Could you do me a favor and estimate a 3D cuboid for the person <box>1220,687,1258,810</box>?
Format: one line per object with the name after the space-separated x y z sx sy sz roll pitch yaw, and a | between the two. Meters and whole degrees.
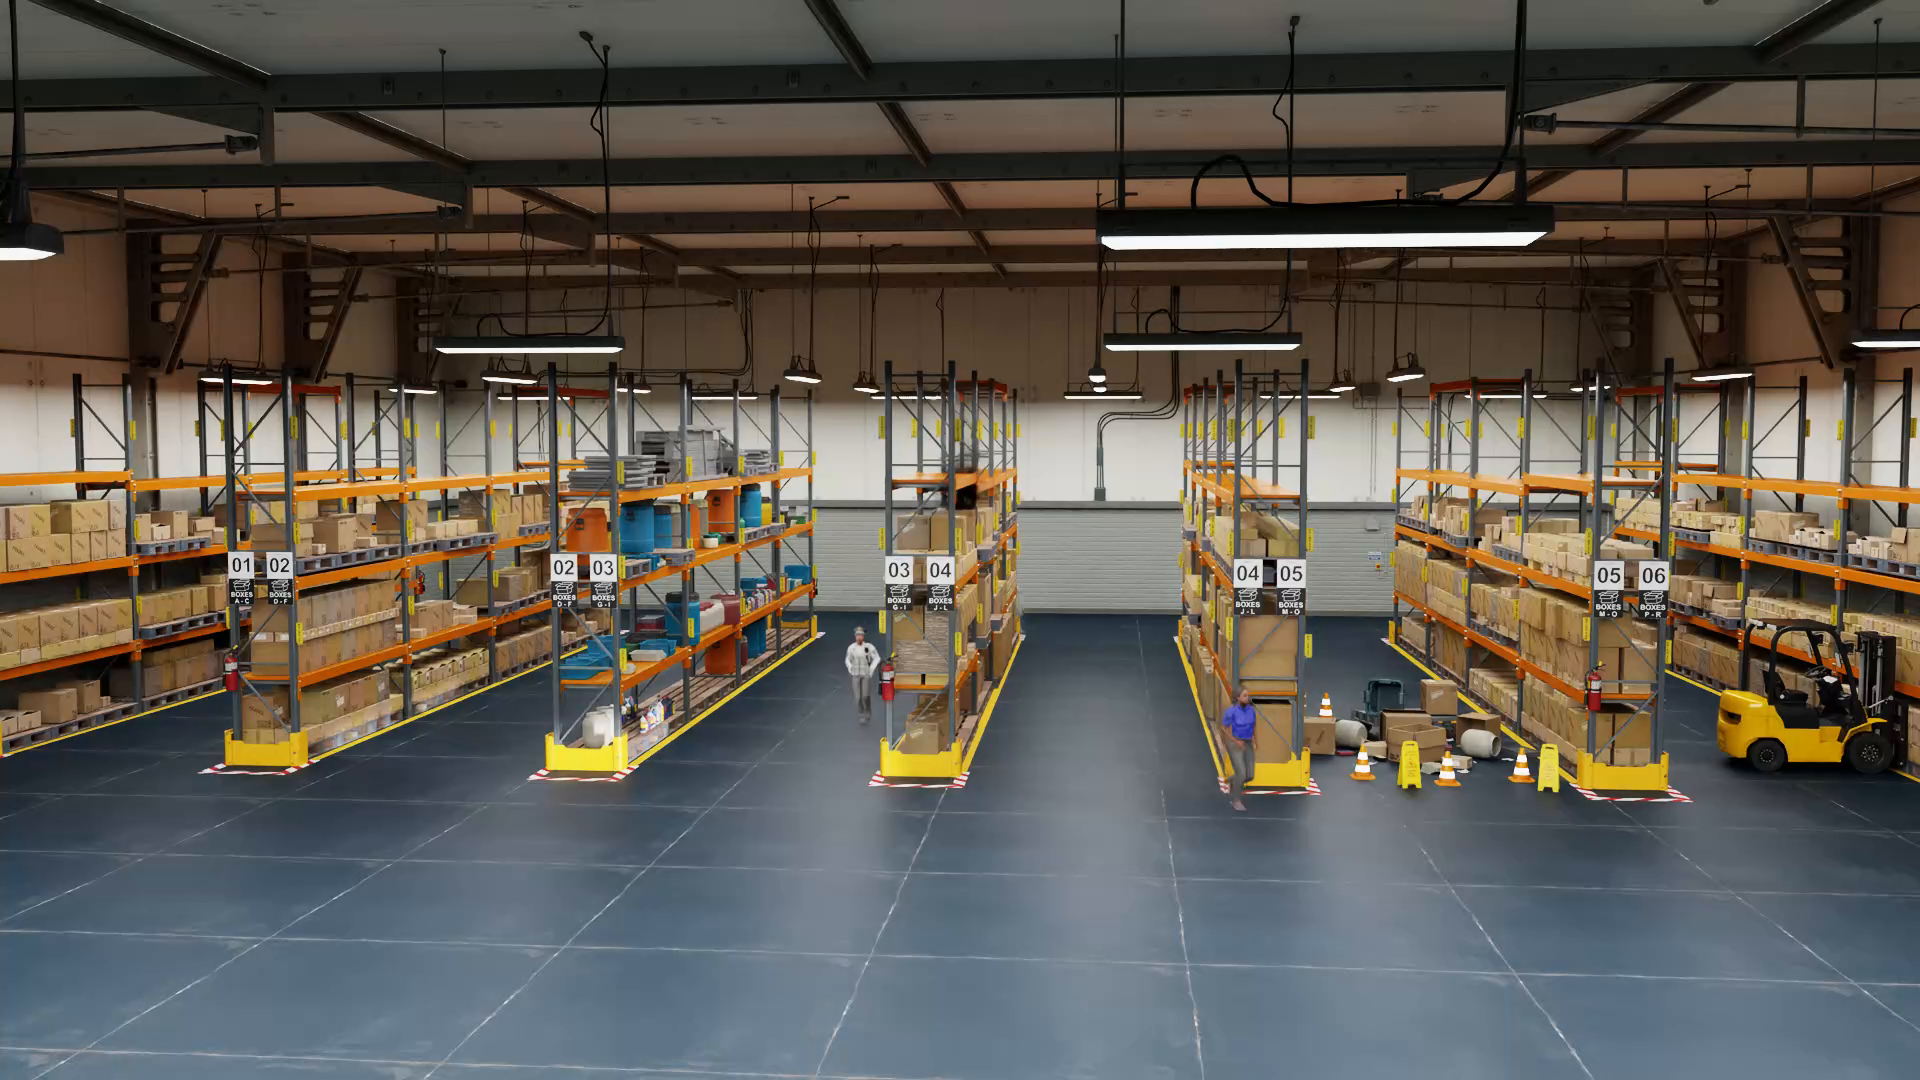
3.717 2.757 22.153 0.607 1.618 0.603 -2 4 -28 | person

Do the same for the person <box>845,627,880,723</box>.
-1.681 2.304 28.298 0.589 1.653 0.528 0 4 7 | person

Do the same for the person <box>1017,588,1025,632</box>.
1.179 1.512 41.230 0.760 1.628 0.637 2 4 22 | person
